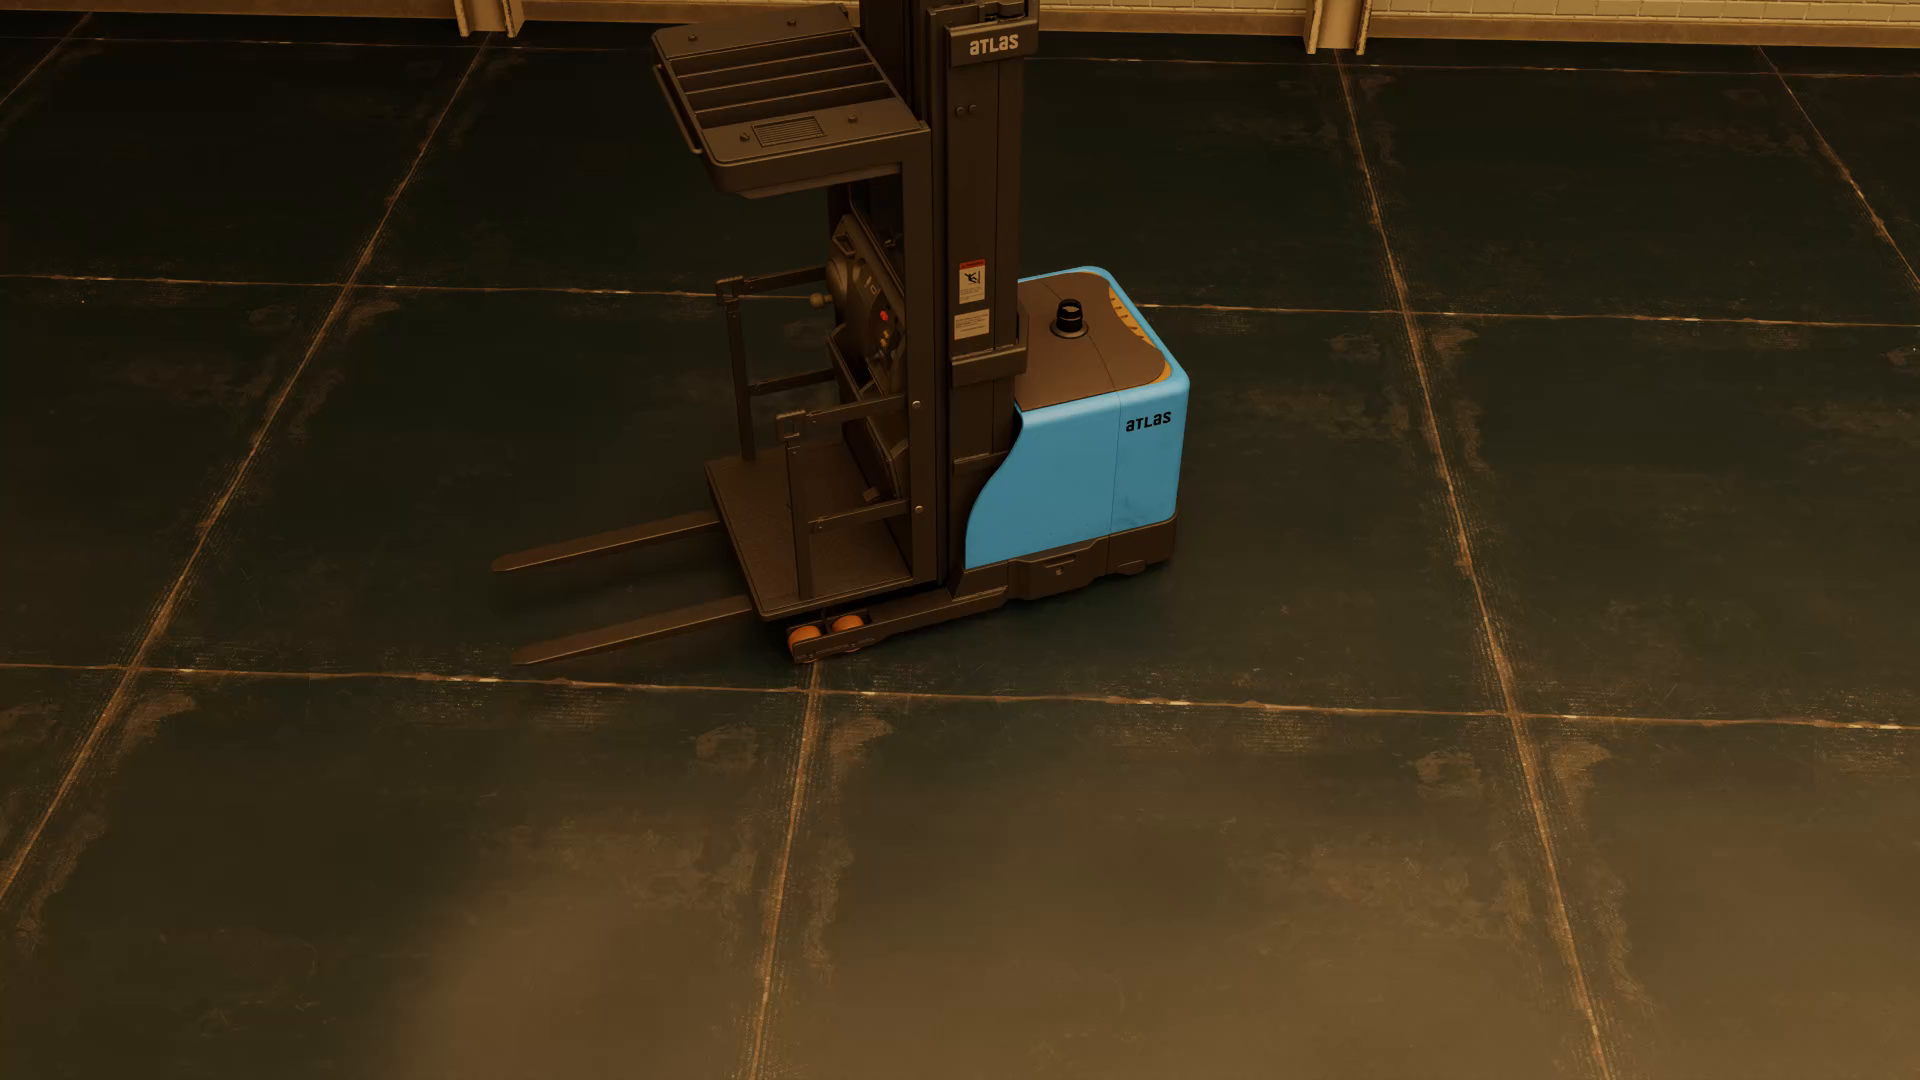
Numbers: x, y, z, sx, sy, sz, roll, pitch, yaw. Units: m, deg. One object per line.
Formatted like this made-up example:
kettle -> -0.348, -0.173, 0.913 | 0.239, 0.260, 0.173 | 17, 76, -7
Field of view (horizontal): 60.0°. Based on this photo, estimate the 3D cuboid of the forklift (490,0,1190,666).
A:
forklift -> -0.573, -0.945, 6.778 | 3.031, 2.935, 1.130 | -13, 44, -14
